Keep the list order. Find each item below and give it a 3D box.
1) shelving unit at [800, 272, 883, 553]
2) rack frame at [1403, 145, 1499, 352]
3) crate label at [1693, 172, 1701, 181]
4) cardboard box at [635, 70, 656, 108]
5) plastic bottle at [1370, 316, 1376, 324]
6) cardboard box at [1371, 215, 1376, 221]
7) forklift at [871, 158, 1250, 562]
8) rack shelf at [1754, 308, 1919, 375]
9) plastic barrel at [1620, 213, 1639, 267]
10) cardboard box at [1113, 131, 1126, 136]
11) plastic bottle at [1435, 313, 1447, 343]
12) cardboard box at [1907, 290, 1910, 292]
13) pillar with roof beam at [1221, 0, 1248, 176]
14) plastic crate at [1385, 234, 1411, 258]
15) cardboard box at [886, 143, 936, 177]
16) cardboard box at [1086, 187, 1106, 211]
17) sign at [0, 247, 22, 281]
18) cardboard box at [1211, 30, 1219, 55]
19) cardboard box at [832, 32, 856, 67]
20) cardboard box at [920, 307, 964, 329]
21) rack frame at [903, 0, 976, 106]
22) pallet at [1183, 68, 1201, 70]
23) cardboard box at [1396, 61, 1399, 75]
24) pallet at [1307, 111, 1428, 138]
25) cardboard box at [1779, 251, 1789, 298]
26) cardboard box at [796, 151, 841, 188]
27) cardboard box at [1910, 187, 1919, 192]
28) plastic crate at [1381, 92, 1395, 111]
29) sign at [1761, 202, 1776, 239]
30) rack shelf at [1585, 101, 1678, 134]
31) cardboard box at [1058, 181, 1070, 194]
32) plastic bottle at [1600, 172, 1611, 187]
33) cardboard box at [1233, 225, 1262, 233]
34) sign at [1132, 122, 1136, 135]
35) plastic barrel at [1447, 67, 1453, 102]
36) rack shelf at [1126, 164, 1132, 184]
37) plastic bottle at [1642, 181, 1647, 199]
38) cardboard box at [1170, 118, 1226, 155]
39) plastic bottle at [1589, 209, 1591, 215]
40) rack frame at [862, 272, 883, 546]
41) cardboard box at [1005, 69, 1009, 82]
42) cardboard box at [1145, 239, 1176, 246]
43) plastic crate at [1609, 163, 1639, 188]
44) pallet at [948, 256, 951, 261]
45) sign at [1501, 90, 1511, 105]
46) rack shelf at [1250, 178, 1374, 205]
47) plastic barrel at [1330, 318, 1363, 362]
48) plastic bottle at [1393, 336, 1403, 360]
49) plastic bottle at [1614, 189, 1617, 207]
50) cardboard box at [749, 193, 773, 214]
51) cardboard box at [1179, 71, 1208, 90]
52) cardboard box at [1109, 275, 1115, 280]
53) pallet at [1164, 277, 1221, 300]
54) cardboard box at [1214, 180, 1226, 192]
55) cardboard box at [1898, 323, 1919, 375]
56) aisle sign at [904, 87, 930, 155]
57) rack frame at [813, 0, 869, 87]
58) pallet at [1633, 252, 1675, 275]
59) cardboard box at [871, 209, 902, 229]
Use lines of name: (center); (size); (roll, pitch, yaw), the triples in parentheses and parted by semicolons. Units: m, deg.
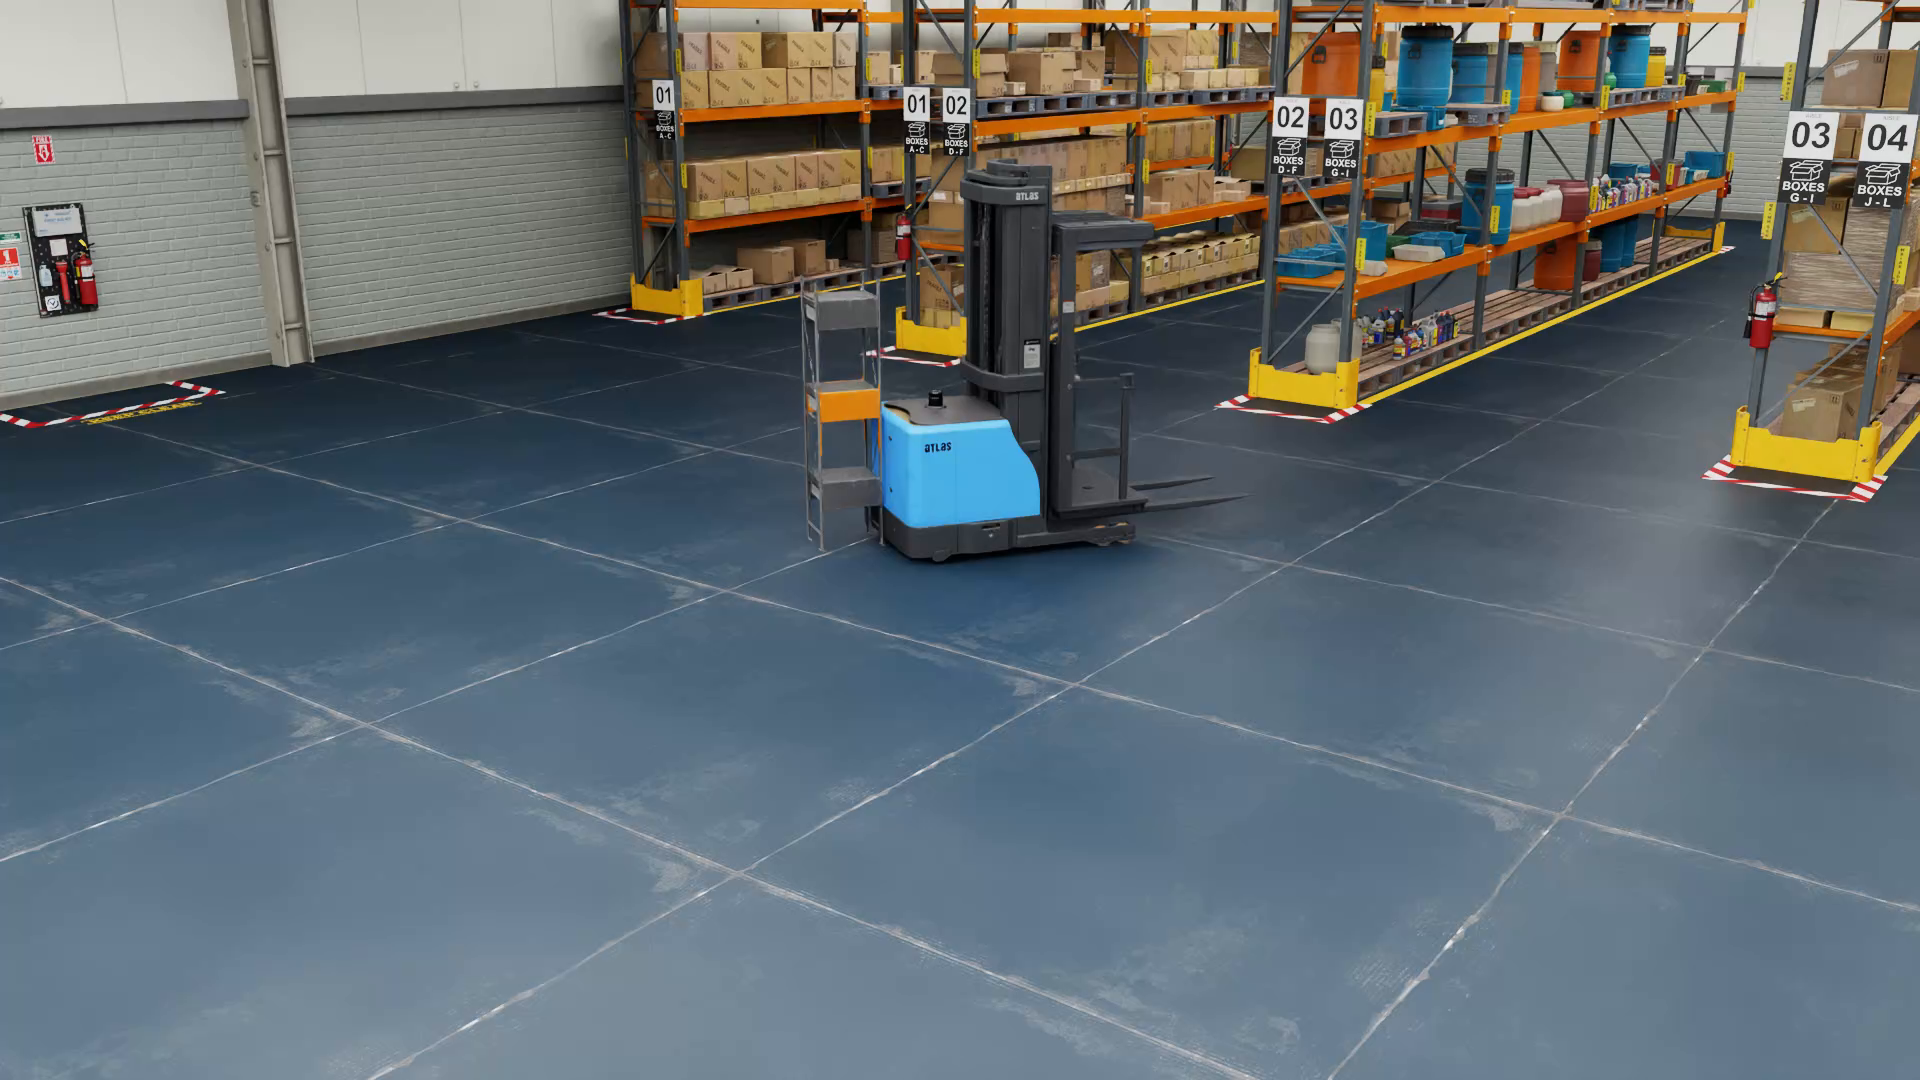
shelving unit: (-0.909, -0.982, 12.866); (0.503, 2.100, 0.431); (-6, 18, -20)
rack frame: (6.109, -3.891, 20.715); (1.000, 3.000, 0.127); (12, 21, 35)
crate label: (12.588, -6.288, 28.779); (0.396, 0.136, 0.243); (12, 21, 35)
cardboard box: (-4.185, -6.323, 23.286); (0.500, 0.500, 0.500); (14, 22, 39)
plastic bottle: (5.051, -2.608, 20.422); (0.061, 0.283, 0.133); (14, 22, 37)
cardboard box: (7.459, -5.963, 31.179); (0.500, 0.311, 0.500); (12, 21, 35)
forklift: (0.856, -1.487, 13.091); (3.031, 2.935, 1.130); (-6, 18, -20)
rack shelf: (8.895, -2.196, 16.469); (1.077, 0.370, 4.000); (12, 21, 35)
plastic barrel: (10.538, -4.868, 26.692); (0.600, 0.901, 0.708); (12, 21, 35)
cardboard box: (2.847, -7.592, 31.929); (0.500, 0.500, 0.500); (12, 21, 34)
plastic bottle: (5.843, -2.586, 20.237); (0.144, 0.351, 0.185); (11, 20, 32)
cardboard box: (9.079, -2.392, 16.311); (0.380, 0.149, 0.250); (12, 21, 35)
pillar with roof beam: (9.674, -11.400, 34.780); (9.100, 9.000, 0.400); (12, 21, 35)
plastic crate: (5.074, -3.516, 19.866); (0.450, 0.188, 0.662); (12, 21, 35)
cardboard box: (-0.811, -6.309, 27.590); (0.700, 0.500, 0.500); (16, 24, 42)
cardboard box: (1.565, -4.581, 22.769); (0.700, 0.500, 0.500); (12, 21, 34)
sign: (-9.998, -2.901, 17.467); (0.001, 0.329, 0.234); (12, 21, 35)
cardboard box: (5.086, -10.244, 34.228); (0.500, 0.500, 0.500); (12, 21, 35)
cardboard box: (-1.928, -7.441, 25.203); (0.500, 0.500, 0.500); (10, 20, 30)
cardboard box: (-0.168, -2.882, 21.393); (0.500, 0.250, 0.500); (12, 21, 35)
rack frame: (-0.250, -6.679, 19.579); (1.000, 3.000, 0.127); (12, 21, 35)
pallet: (4.143, -9.419, 33.610); (1.003, 0.211, 1.213); (12, 21, 35)
cardboard box: (7.686, -8.463, 29.791); (0.500, 0.250, 0.500); (12, 21, 35)
pallet: (4.297, -4.460, 17.809); (1.003, 0.211, 1.213); (12, 21, 35)
cardboard box: (8.255, -2.519, 15.628); (0.875, 0.500, 0.500); (12, 21, 35)
cardboard box: (-2.173, -5.650, 25.336); (0.500, 0.500, 0.500); (12, 21, 34)
cardboard box: (8.851, -3.050, 15.652); (0.500, 0.500, 0.500); (12, 21, 35)
plastic crate: (4.620, -4.870, 18.838); (0.392, 0.384, 0.575); (12, 21, 35)
sign: (7.270, -2.870, 14.941); (0.100, 0.325, 0.005); (12, 21, 35)
rack shelf: (9.684, -6.409, 24.978); (1.077, 0.370, 4.000); (12, 21, 35)
cardboard box: (1.230, -4.656, 21.916); (0.380, 0.149, 0.250); (13, 22, 36)
plastic bottle: (10.382, -5.736, 26.741); (0.144, 0.351, 0.185); (12, 21, 35)
cardboard box: (4.885, -5.000, 27.761); (0.500, 0.500, 0.500); (13, 22, 37)
sign: (3.361, -7.968, 32.027); (0.100, 0.325, 0.005); (12, 21, 35)
plastic barrel: (5.695, -5.509, 19.973); (0.421, 0.512, 0.421); (0, 17, 0)
rack shelf: (1.728, -6.727, 31.061); (1.077, 0.370, 4.000); (12, 21, 35)
plastic bottle: (10.683, -5.499, 26.103); (0.152, 0.276, 0.135); (12, 21, 35)
cardboard box: (5.007, -8.520, 35.115); (0.980, 0.700, 0.700); (14, 22, 37)
plastic bottle: (9.010, -4.830, 23.949); (0.152, 0.276, 0.135); (12, 21, 35)
rack frame: (-0.681, -1.008, 12.949); (0.015, 2.100, 0.400); (-6, 18, -20)
cardboard box: (0.556, -5.925, 21.413); (0.500, 0.311, 0.500); (16, 23, 41)
cardboard box: (3.051, -4.432, 25.440); (0.500, 0.311, 0.500); (12, 21, 34)
plastic crate: (10.880, -5.989, 27.396); (0.392, 0.384, 0.575); (12, 21, 35)
pallet: (0.069, -5.077, 29.235); (1.003, 0.211, 1.213); (12, 21, 35)
sign: (6.544, -5.228, 19.947); (0.100, 0.325, 0.005); (12, 21, 35)
rack shelf: (5.708, -5.852, 28.245); (1.077, 0.370, 4.000); (12, 21, 35)
plastic barrel: (4.355, -2.240, 18.886); (0.421, 0.512, 0.421); (0, 17, 0)
plastic bottle: (5.056, -2.222, 19.199); (0.097, 0.271, 0.097); (0, 17, 0)
plastic bottle: (9.789, -5.126, 24.909); (0.097, 0.271, 0.097); (0, 17, 0)
cardboard box: (-3.079, -4.933, 24.291); (0.500, 0.250, 0.500); (12, 21, 34)
cardboard box: (3.322, -6.773, 24.483); (0.500, 0.250, 0.500); (10, 20, 30)
cardboard box: (2.148, -3.804, 24.365); (0.500, 0.250, 0.500); (12, 21, 34)
pallet: (3.267, -3.909, 25.477); (1.003, 0.211, 1.213); (12, 21, 35)
cardboard box: (3.828, -5.498, 26.042); (0.500, 0.311, 0.500); (12, 21, 34)
cardboard box: (10.470, -2.174, 18.661); (0.700, 0.500, 0.500); (11, 20, 31)
aisle sign: (-0.525, -5.092, 20.200); (0.394, 0.787, 0.004); (12, 21, 35)
rack frame: (-1.847, -8.506, 25.462); (1.000, 3.000, 0.127); (12, 21, 35)
pallet: (11.283, -4.646, 27.850); (1.003, 0.211, 1.213); (12, 21, 35)
cardboard box: (-1.162, -5.300, 27.460); (0.500, 0.250, 0.500); (12, 21, 34)
